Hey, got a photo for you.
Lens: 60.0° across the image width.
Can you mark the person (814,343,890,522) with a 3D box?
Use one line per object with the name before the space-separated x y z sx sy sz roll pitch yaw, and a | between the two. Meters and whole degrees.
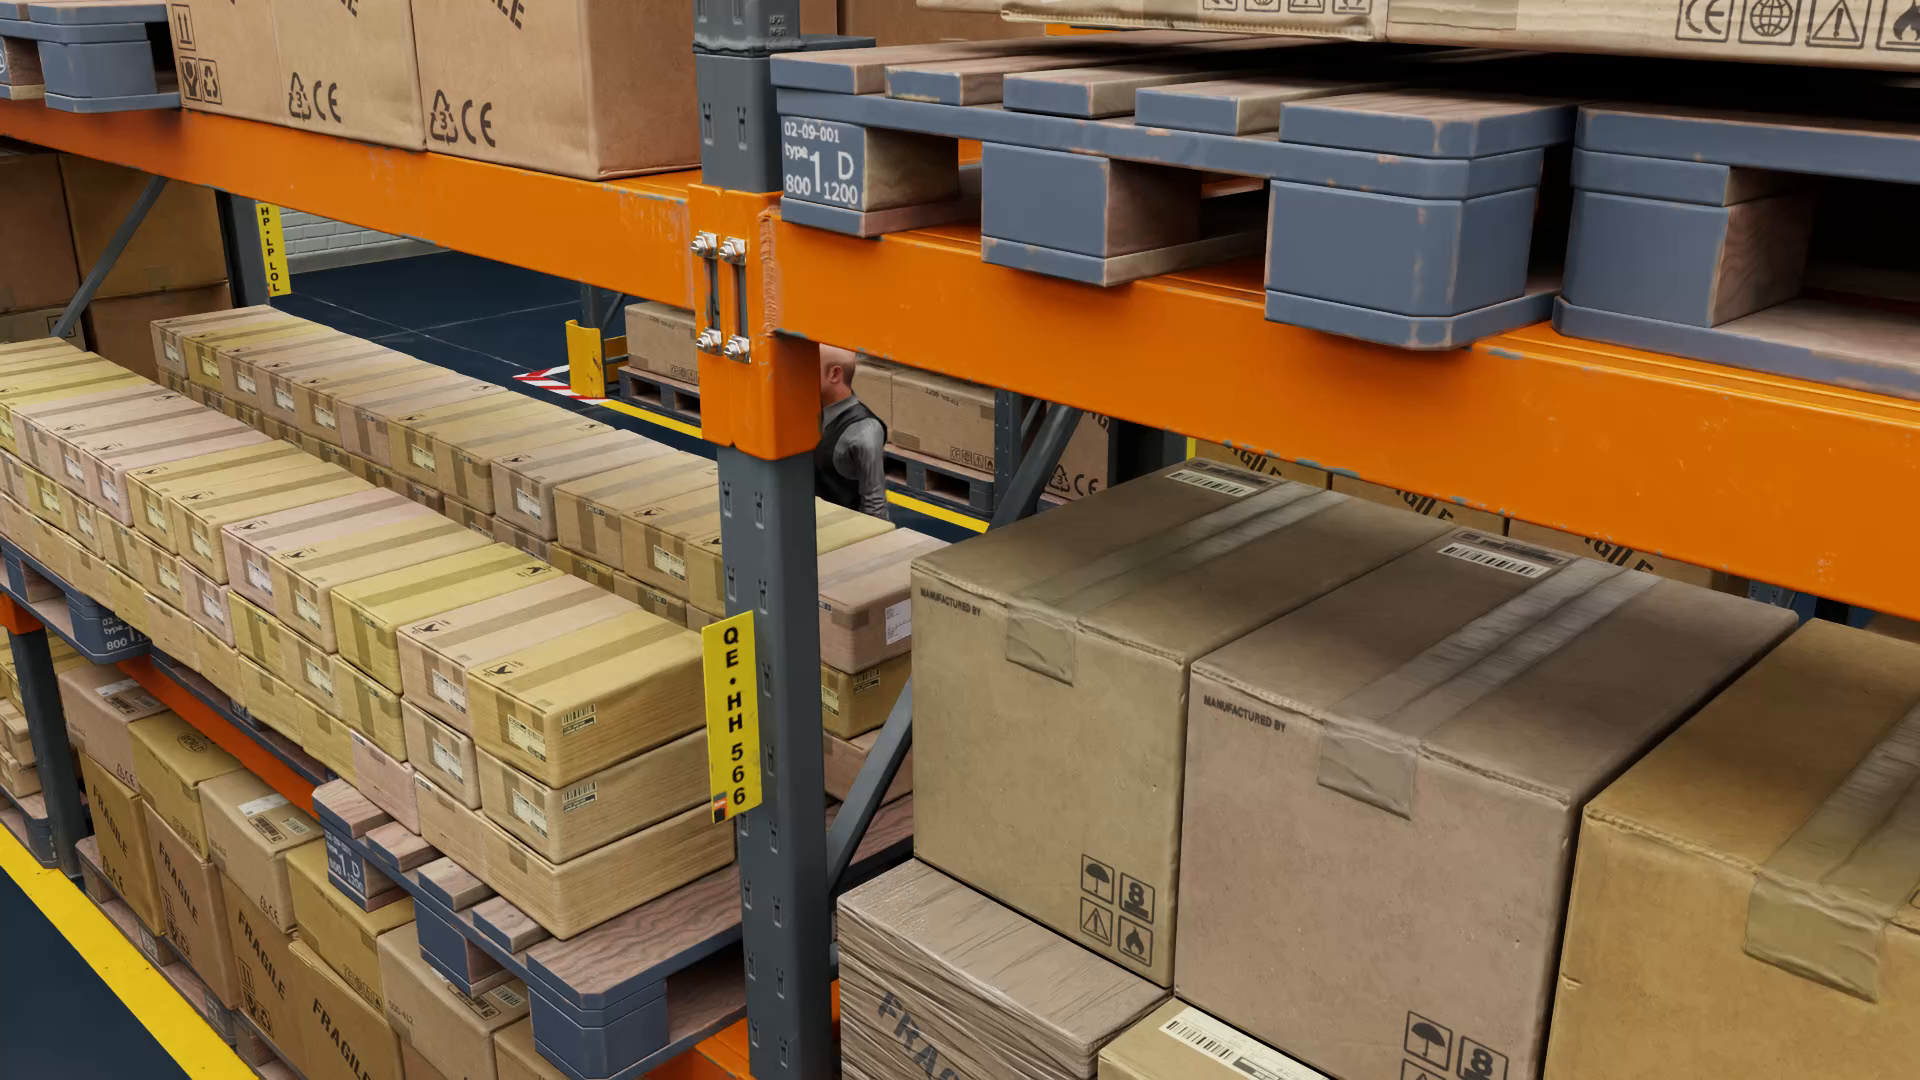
person | -0.555 0.051 6.504 0.844 1.694 0.549 -14 25 -34
